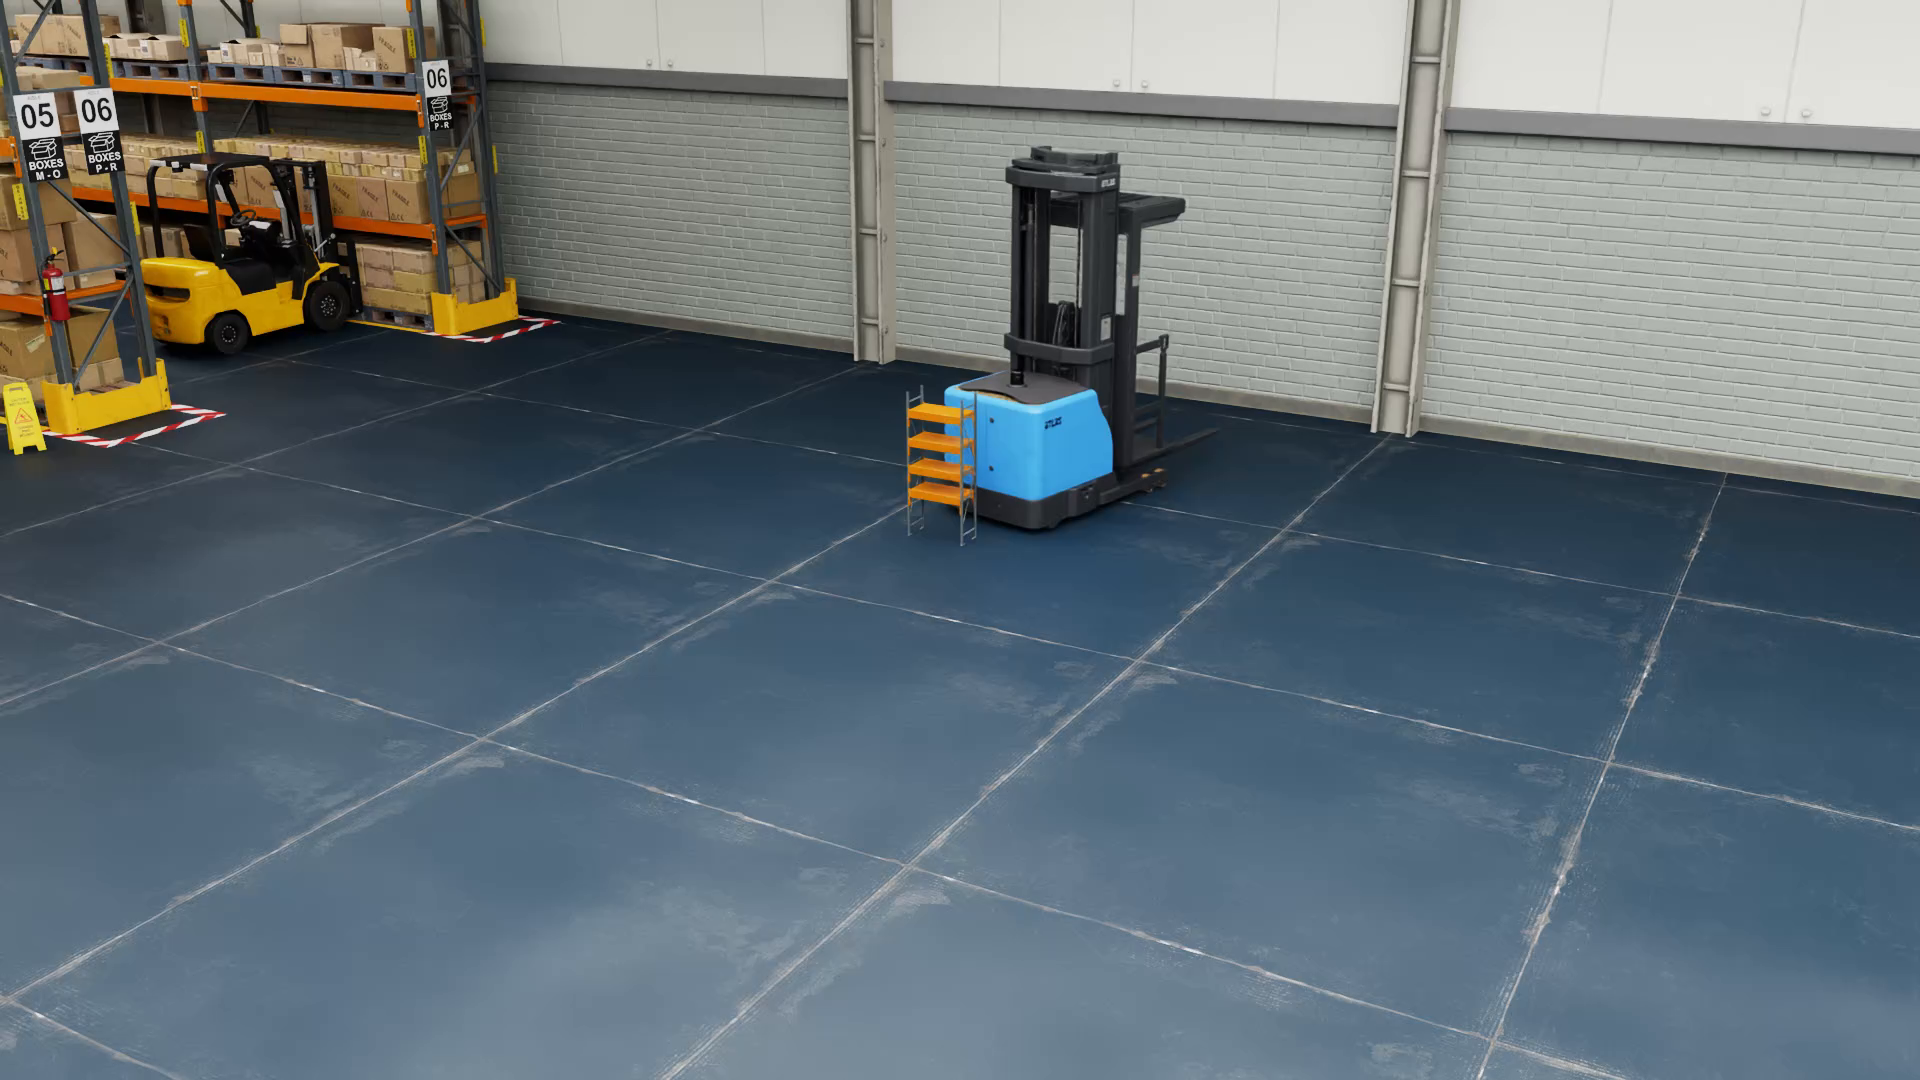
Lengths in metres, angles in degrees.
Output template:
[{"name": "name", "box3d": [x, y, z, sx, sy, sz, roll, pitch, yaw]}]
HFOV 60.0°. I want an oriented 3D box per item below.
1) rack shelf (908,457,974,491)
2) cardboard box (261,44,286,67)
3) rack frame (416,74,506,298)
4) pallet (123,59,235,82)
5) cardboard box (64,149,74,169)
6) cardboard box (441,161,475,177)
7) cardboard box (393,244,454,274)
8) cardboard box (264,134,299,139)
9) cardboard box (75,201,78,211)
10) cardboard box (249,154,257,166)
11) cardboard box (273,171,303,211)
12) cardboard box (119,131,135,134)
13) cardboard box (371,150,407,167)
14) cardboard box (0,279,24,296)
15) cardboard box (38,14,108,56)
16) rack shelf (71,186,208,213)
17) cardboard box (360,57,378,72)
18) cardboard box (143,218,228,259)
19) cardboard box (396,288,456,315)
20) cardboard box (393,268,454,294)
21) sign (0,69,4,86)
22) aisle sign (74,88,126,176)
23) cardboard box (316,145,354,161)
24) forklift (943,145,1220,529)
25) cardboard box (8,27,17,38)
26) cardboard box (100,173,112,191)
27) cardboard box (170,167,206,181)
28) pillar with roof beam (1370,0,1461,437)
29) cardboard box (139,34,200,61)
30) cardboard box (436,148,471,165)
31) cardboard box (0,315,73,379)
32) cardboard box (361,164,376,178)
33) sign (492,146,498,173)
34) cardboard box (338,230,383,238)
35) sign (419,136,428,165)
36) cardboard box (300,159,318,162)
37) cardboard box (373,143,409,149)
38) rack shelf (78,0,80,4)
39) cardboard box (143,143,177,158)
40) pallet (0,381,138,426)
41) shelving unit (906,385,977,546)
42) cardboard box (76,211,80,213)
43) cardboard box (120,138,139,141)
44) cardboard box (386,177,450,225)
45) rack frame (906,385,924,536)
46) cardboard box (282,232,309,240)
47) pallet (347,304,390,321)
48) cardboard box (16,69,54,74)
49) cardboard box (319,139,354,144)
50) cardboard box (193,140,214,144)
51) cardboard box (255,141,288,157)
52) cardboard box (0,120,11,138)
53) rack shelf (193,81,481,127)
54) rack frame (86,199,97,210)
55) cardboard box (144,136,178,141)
[{"name": "rack shelf", "box3d": [-0.145, -0.528, 13.259, 0.480, 0.148, 0.258, 11, 23, 27]}, {"name": "cardboard box", "box3d": [-8.385, -6.013, 20.579, 0.258, 0.266, 0.396, 10, 22, 26]}, {"name": "rack frame", "box3d": [-6.041, -4.094, 20.252, 0.127, 3.000, 1.000, 11, 23, 27]}, {"name": "pallet", "box3d": [-10.309, -6.222, 22.001, 1.217, 0.209, 0.805, 10, 22, 25]}, {"name": "cardboard box", "box3d": [-12.320, -5.359, 23.226, 0.500, 0.250, 0.500, 12, 23, 29]}, {"name": "cardboard box", "box3d": [-6.210, -4.579, 20.493, 0.250, 0.149, 0.380, 10, 22, 26]}, {"name": "cardboard box", "box3d": [-6.595, -3.452, 20.434, 0.500, 0.250, 0.500, 12, 23, 29]}, {"name": "cardboard box", "box3d": [-8.908, -5.234, 21.860, 0.250, 0.149, 0.380, 10, 22, 26]}, {"name": "cardboard box", "box3d": [-13.328, -4.931, 24.659, 0.250, 0.149, 0.380, 12, 23, 30]}, {"name": "cardboard box", "box3d": [-8.915, -4.902, 21.382, 0.250, 0.149, 0.380, 11, 23, 27]}, {"name": "cardboard box", "box3d": [-8.367, -4.489, 21.195, 0.500, 0.500, 0.500, 11, 22, 27]}, {"name": "cardboard box", "box3d": [-11.915, -5.691, 23.557, 0.250, 0.149, 0.380, 10, 22, 26]}, {"name": "cardboard box", "box3d": [-6.928, -4.650, 20.250, 0.250, 0.149, 0.380, 11, 23, 28]}, {"name": "cardboard box", "box3d": [-9.164, -2.505, 16.240, 0.250, 0.149, 0.380, 10, 22, 27]}, {"name": "cardboard box", "box3d": [-12.022, -6.879, 22.621, 0.500, 0.500, 0.700, 10, 22, 26]}, {"name": "rack shelf", "box3d": [-11.279, -4.753, 23.125, 4.000, 0.370, 1.077, 11, 23, 27]}, {"name": "cardboard box", "box3d": [-6.912, -5.678, 19.825, 0.250, 0.149, 0.380, 10, 22, 26]}, {"name": "cardboard box", "box3d": [-10.668, -4.055, 23.011, 0.625, 0.625, 0.875, 11, 22, 27]}, {"name": "cardboard box", "box3d": [-6.605, -2.983, 20.605, 0.500, 0.250, 0.500, 11, 23, 28]}, {"name": "cardboard box", "box3d": [-6.618, -3.222, 20.531, 0.500, 0.250, 0.500, 10, 22, 27]}, {"name": "sign", "box3d": [-8.746, -4.280, 15.068, 0.005, 0.325, 0.100, 11, 23, 27]}, {"name": "aisle sign", "box3d": [-8.253, -3.920, 15.959, 0.004, 0.787, 0.394, 11, 23, 27]}, {"name": "cardboard box", "box3d": [-7.798, -4.836, 20.763, 0.250, 0.149, 0.380, 11, 23, 28]}, {"name": "forklift", "box3d": [1.197, -1.891, 14.280, 1.130, 2.935, 3.031, 16, 26, 38]}, {"name": "cardboard box", "box3d": [-13.419, -7.286, 23.851, 0.250, 0.149, 0.380, 11, 23, 28]}, {"name": "cardboard box", "box3d": [-11.415, -4.952, 22.837, 0.500, 0.250, 0.500, 12, 23, 29]}, {"name": "cardboard box", "box3d": [-10.086, -4.929, 22.041, 0.500, 0.250, 0.500, 10, 22, 26]}, {"name": "pillar with roof beam", "box3d": [2.168, -4.021, 11.253, 0.400, 9.000, 9.100, 11, 23, 27]}, {"name": "cardboard box", "box3d": [-10.283, -6.419, 21.633, 0.500, 0.311, 0.500, 10, 22, 26]}, {"name": "cardboard box", "box3d": [-6.230, -4.705, 20.403, 0.250, 0.149, 0.380, 10, 22, 26]}, {"name": "cardboard box", "box3d": [-9.285, -1.928, 16.599, 0.500, 0.500, 0.500, 11, 23, 28]}, {"name": "cardboard box", "box3d": [-7.125, -4.560, 20.438, 0.250, 0.149, 0.380, 11, 22, 27]}, {"name": "sign", "box3d": [-5.765, -4.702, 20.544, 0.005, 0.325, 0.100, 11, 23, 27]}, {"name": "cardboard box", "box3d": [-7.681, -3.861, 21.559, 0.500, 0.250, 0.500, 10, 22, 26]}, {"name": "sign", "box3d": [-6.317, -4.590, 19.575, 0.005, 0.325, 0.100, 11, 23, 27]}, {"name": "cardboard box", "box3d": [-8.043, -4.717, 20.871, 0.250, 0.149, 0.380, 10, 22, 26]}, {"name": "cardboard box", "box3d": [-7.130, -4.880, 20.886, 0.250, 0.149, 0.380, 12, 23, 29]}, {"name": "rack shelf", "box3d": [-10.204, -5.429, 16.194, 4.000, 0.370, 1.077, 11, 23, 27]}, {"name": "cardboard box", "box3d": [-10.656, -5.200, 22.203, 0.250, 0.149, 0.380, 10, 22, 26]}, {"name": "pallet", "box3d": [-9.217, -1.463, 17.088, 1.213, 0.211, 1.003, 11, 23, 27]}, {"name": "shelving unit", "box3d": [-0.145, -0.592, 13.236, 0.503, 1.200, 0.258, 11, 23, 27]}, {"name": "cardboard box", "box3d": [-9.190, -3.049, 16.788, 0.500, 0.500, 0.500, 12, 23, 29]}, {"name": "cardboard box", "box3d": [-11.484, -5.409, 22.781, 0.250, 0.149, 0.380, 11, 23, 27]}, {"name": "cardboard box", "box3d": [-6.598, -4.144, 20.245, 0.500, 0.500, 0.500, 10, 22, 26]}, {"name": "rack frame", "box3d": [-0.358, -0.632, 13.348, 0.015, 1.200, 0.240, 11, 23, 27]}, {"name": "cardboard box", "box3d": [-8.382, -3.793, 21.372, 0.500, 0.250, 0.500, 12, 23, 29]}, {"name": "pallet", "box3d": [-7.790, -3.101, 21.604, 1.213, 0.211, 1.003, 11, 23, 27]}, {"name": "cardboard box", "box3d": [-8.897, -4.439, 16.005, 0.250, 0.149, 0.380, 11, 23, 27]}, {"name": "cardboard box", "box3d": [-8.004, -5.065, 21.395, 0.250, 0.149, 0.380, 11, 22, 27]}, {"name": "cardboard box", "box3d": [-10.161, -5.335, 22.577, 0.250, 0.149, 0.380, 11, 23, 27]}, {"name": "cardboard box", "box3d": [-8.725, -4.980, 21.160, 0.250, 0.149, 0.380, 11, 23, 28]}, {"name": "cardboard box", "box3d": [-8.906, -3.884, 15.642, 0.250, 0.149, 0.380, 11, 23, 28]}, {"name": "rack shelf", "box3d": [-7.787, -5.498, 20.780, 4.000, 0.370, 1.077, 11, 23, 27]}, {"name": "rack frame", "box3d": [-13.025, -5.424, 23.920, 0.127, 3.000, 1.000, 11, 23, 27]}, {"name": "cardboard box", "box3d": [-11.043, -5.501, 23.033, 0.250, 0.149, 0.380, 11, 23, 28]}]
